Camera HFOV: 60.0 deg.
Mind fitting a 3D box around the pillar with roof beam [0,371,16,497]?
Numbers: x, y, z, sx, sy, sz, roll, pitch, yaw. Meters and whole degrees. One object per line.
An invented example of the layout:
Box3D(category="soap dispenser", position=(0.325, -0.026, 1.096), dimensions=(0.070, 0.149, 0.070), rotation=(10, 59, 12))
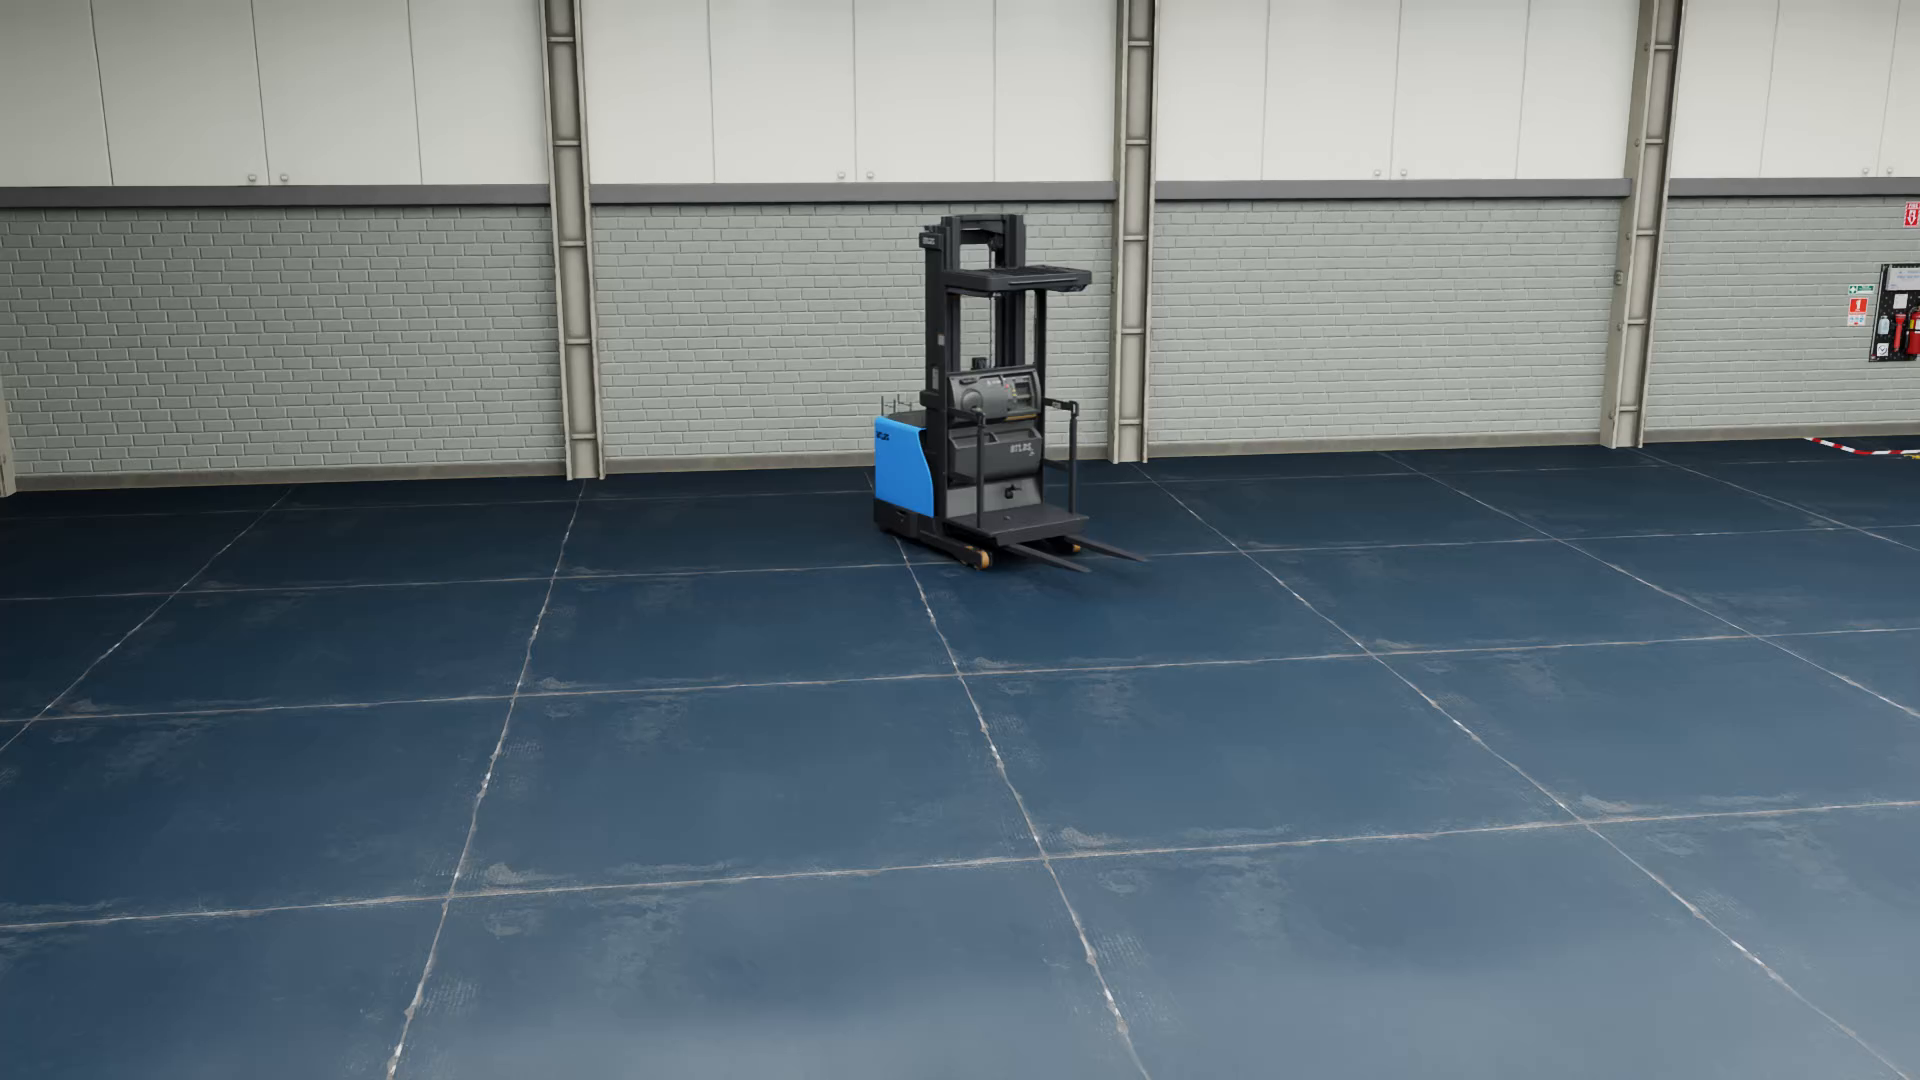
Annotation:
Box3D(category="pillar with roof beam", position=(-9.331, -3.797, 11.890), dimensions=(0.400, 9.000, 9.100), rotation=(-2, 14, -8))

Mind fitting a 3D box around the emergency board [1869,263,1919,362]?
Box3D(category="emergency board", position=(11.311, -2.712, 19.897), dimensions=(0.643, 1.169, 0.194), rotation=(-2, 14, -8))

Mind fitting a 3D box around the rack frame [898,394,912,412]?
Box3D(category="rack frame", position=(-0.523, -0.790, 15.932), dimensions=(0.006, 1.200, 0.240), rotation=(-9, 17, -33))

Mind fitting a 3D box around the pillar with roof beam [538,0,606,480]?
Box3D(category="pillar with roof beam", position=(-3.398, -4.014, 12.757), dimensions=(0.400, 9.000, 9.100), rotation=(-2, 14, -8))

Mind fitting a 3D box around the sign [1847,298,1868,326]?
Box3D(category="sign", position=(10.749, -2.734, 19.911), dimensions=(0.234, 0.329, 0.001), rotation=(-2, 14, -8))

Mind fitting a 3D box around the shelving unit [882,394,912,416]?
Box3D(category="shelving unit", position=(-0.599, -0.777, 15.882), dimensions=(0.189, 1.200, 0.258), rotation=(-9, 17, -33))

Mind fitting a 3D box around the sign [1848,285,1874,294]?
Box3D(category="sign", position=(10.754, -2.989, 19.839), dimensions=(0.331, 0.109, 0.001), rotation=(-2, 14, -8))

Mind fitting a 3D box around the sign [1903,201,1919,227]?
Box3D(category="sign", position=(11.288, -3.860, 19.709), dimensions=(0.199, 0.298, 0.001), rotation=(-2, 14, -8))

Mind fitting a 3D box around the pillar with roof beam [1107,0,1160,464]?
Box3D(category="pillar with roof beam", position=(2.535, -4.232, 13.624), dimensions=(0.400, 9.000, 9.100), rotation=(-2, 14, -8))

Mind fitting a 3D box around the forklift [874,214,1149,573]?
Box3D(category="forklift", position=(0.433, -1.298, 14.401), dimensions=(1.130, 2.935, 3.031), rotation=(-9, 17, -33))

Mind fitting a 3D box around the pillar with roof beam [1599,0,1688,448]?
Box3D(category="pillar with roof beam", position=(8.468, -4.449, 14.491), dimensions=(0.400, 9.000, 9.100), rotation=(-2, 14, -8))

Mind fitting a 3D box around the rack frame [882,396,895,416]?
Box3D(category="rack frame", position=(-0.675, -0.765, 15.832), dimensions=(0.006, 1.200, 0.240), rotation=(-9, 17, -33))

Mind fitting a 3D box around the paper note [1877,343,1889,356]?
Box3D(category="paper note", position=(11.125, -2.295, 20.044), dimensions=(0.142, 0.148, 0.016), rotation=(-2, 14, -8))
